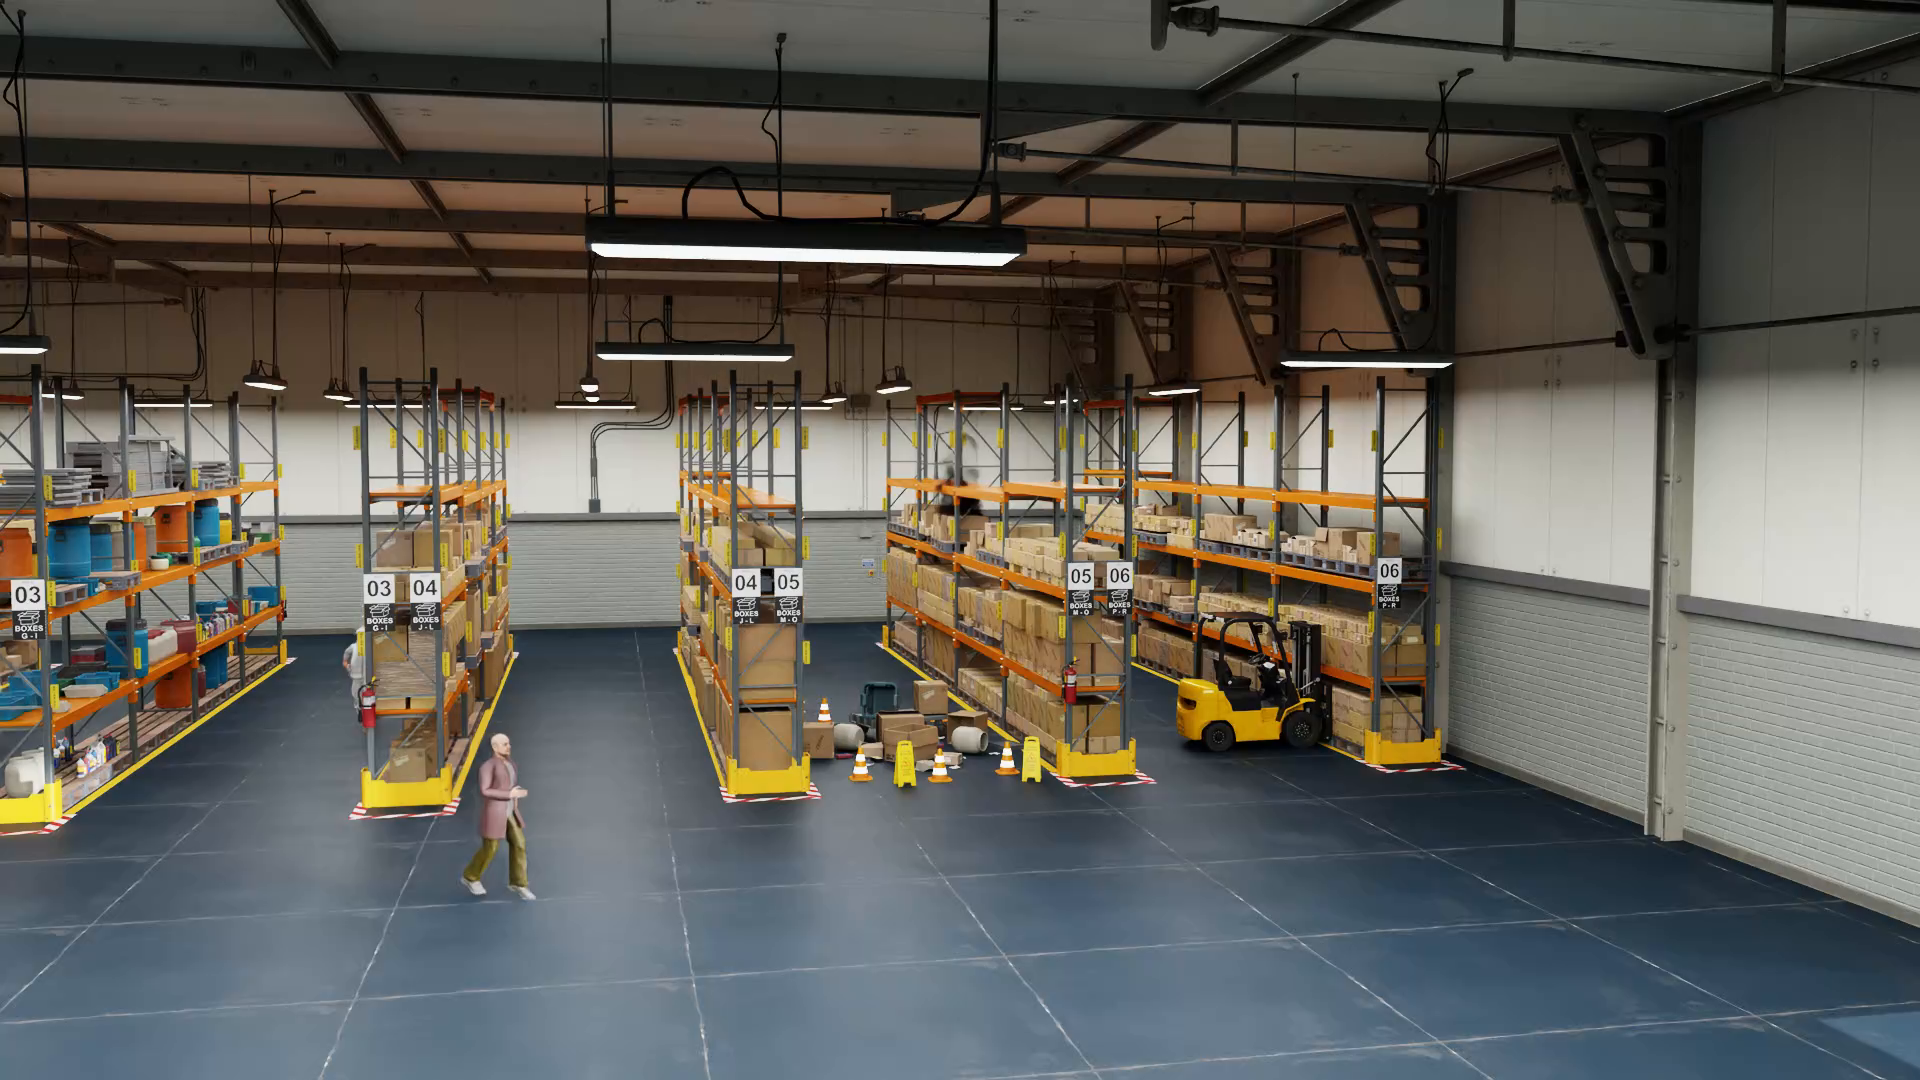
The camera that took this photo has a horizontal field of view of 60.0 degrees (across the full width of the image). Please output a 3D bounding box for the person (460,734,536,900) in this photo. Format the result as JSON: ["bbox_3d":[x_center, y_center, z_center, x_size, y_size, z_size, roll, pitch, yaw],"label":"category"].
[{"bbox_3d":[-5.065,3.035,18.196,0.872,1.852,0.735,1,4,19],"label":"person"}]

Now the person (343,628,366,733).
[{"bbox_3d":[-10.334,2.391,28.771,0.633,1.776,0.985,-1,4,-19],"label":"person"}]
